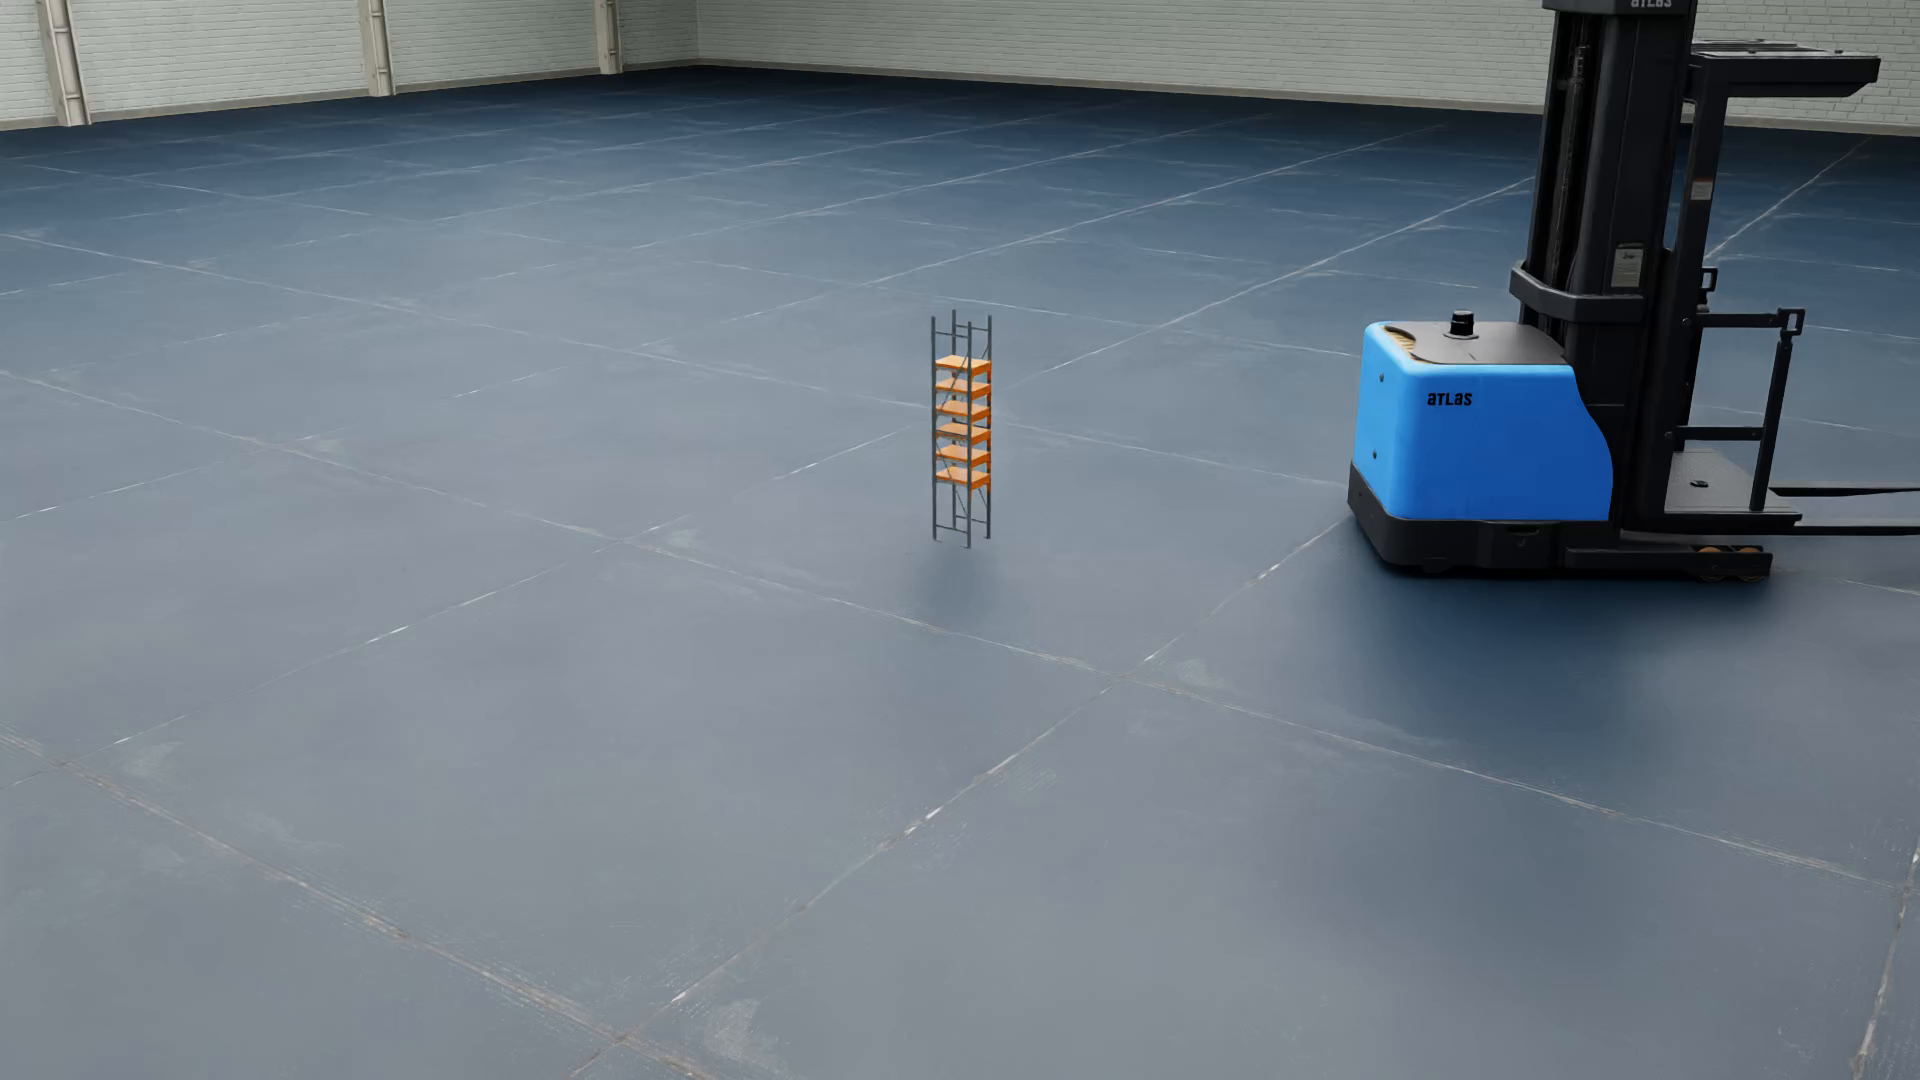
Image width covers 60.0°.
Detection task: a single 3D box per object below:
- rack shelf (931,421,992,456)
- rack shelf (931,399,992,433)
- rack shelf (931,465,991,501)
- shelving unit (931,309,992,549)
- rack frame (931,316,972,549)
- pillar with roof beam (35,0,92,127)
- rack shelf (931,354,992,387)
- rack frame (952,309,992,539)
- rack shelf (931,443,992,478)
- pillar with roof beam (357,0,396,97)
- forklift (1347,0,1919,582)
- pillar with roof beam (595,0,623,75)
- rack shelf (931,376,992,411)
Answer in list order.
[{"bbox_3d":[0.008,-0.525,8.583,0.258,0.103,0.180,13,24,32],"label":"rack shelf"},{"bbox_3d":[0.008,-0.638,8.542,0.258,0.103,0.180,13,24,32],"label":"rack shelf"},{"bbox_3d":[0.008,-0.300,8.667,0.258,0.103,0.180,13,24,32],"label":"rack shelf"},{"bbox_3d":[0.008,-0.567,8.568,0.258,1.200,0.189,13,24,32],"label":"shelving unit"},{"bbox_3d":[-0.043,-0.541,8.497,0.240,1.200,0.006,13,24,32],"label":"rack frame"},{"bbox_3d":[-10.792,-10.113,23.133,9.100,9.000,0.400,13,24,32],"label":"pillar with roof beam"},{"bbox_3d":[0.008,-0.863,8.459,0.258,0.103,0.180,13,24,32],"label":"rack shelf"},{"bbox_3d":[0.060,-0.593,8.639,0.240,1.200,0.006,13,24,32],"label":"rack frame"},{"bbox_3d":[0.008,-0.413,8.625,0.258,0.103,0.180,13,24,32],"label":"rack shelf"},{"bbox_3d":[-7.420,-11.834,27.787,9.100,9.000,0.400,13,24,32],"label":"pillar with roof beam"},{"bbox_3d":[3.630,-1.355,8.203,3.031,2.935,1.130,0,20,1],"label":"forklift"},{"bbox_3d":[-4.047,-13.556,32.441,9.100,9.000,0.400,13,24,32],"label":"pillar with roof beam"},{"bbox_3d":[0.008,-0.750,8.500,0.258,0.103,0.180,13,24,32],"label":"rack shelf"}]
